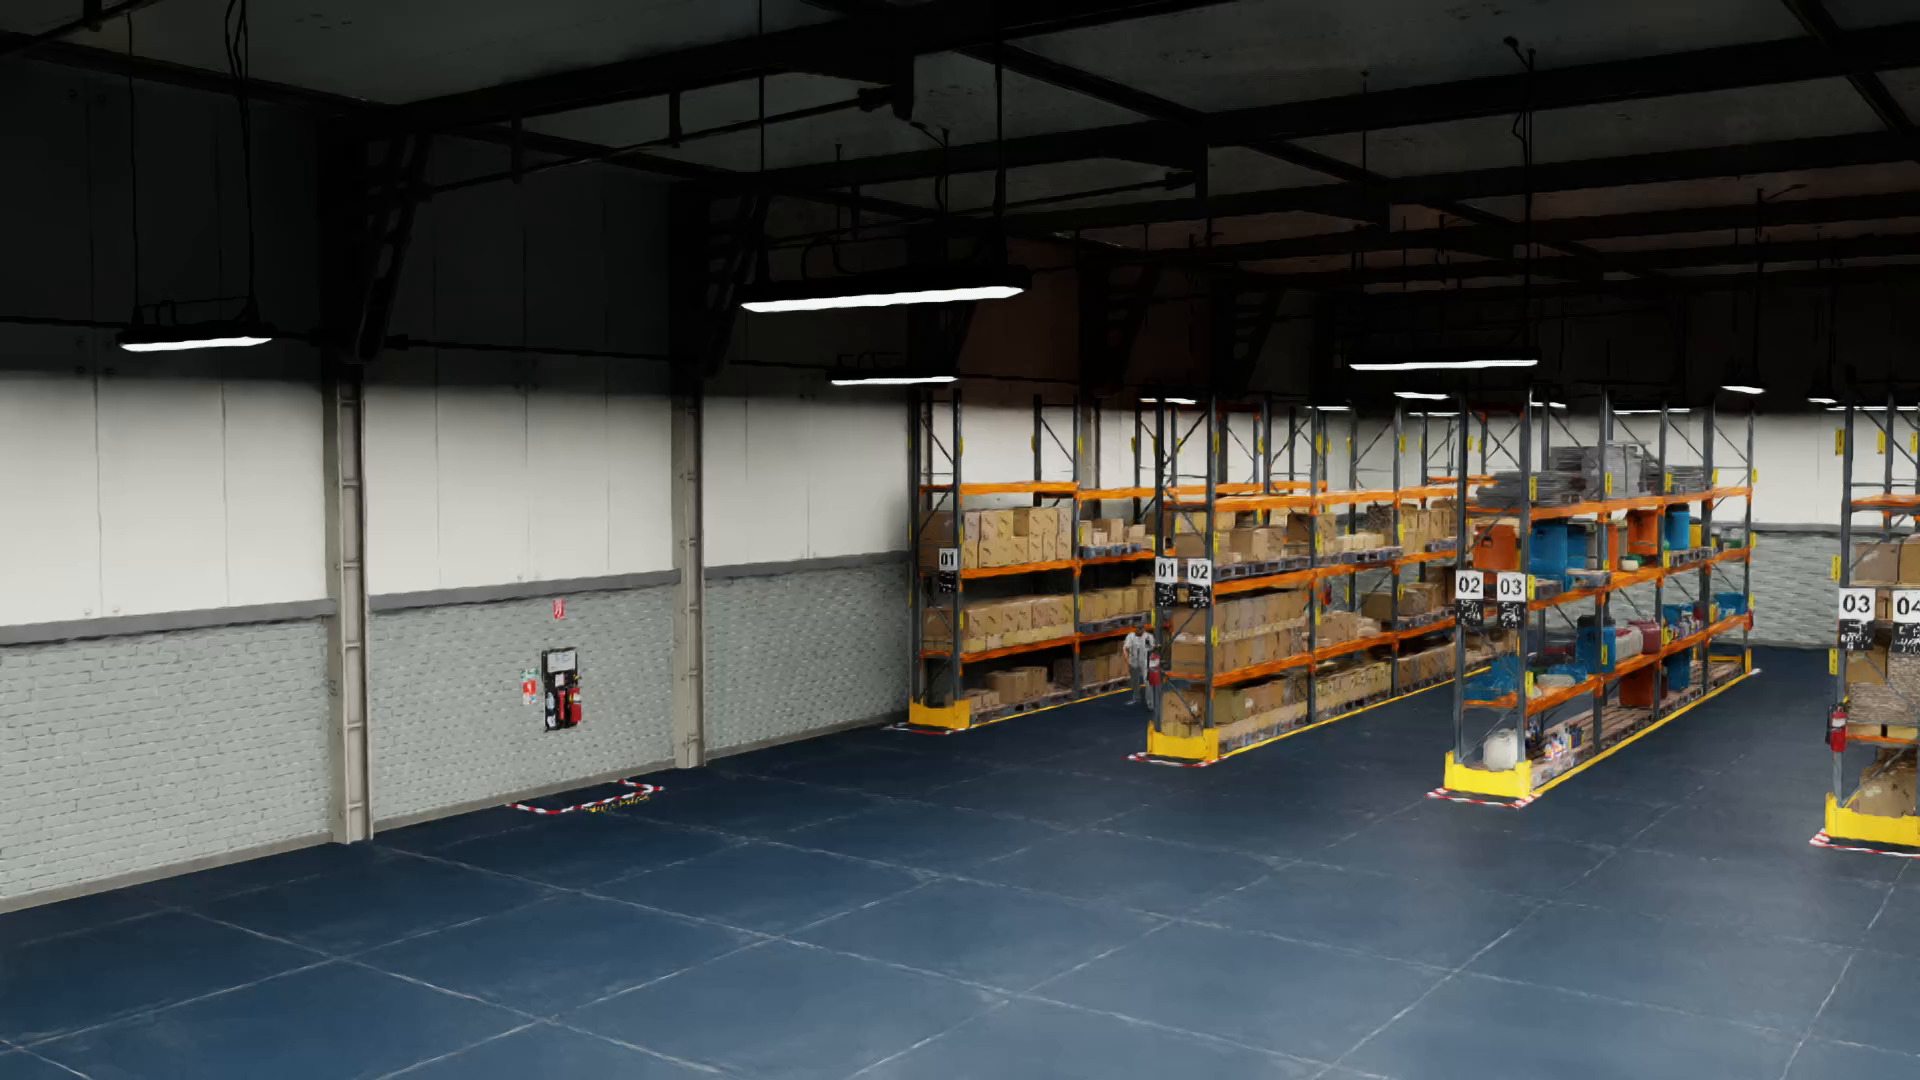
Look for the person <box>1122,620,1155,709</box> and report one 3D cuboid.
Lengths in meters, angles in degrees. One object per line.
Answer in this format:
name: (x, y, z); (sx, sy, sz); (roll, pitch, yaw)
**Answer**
person: (3.462, 2.342, 31.697); (0.701, 1.693, 0.857); (1, 3, 19)
